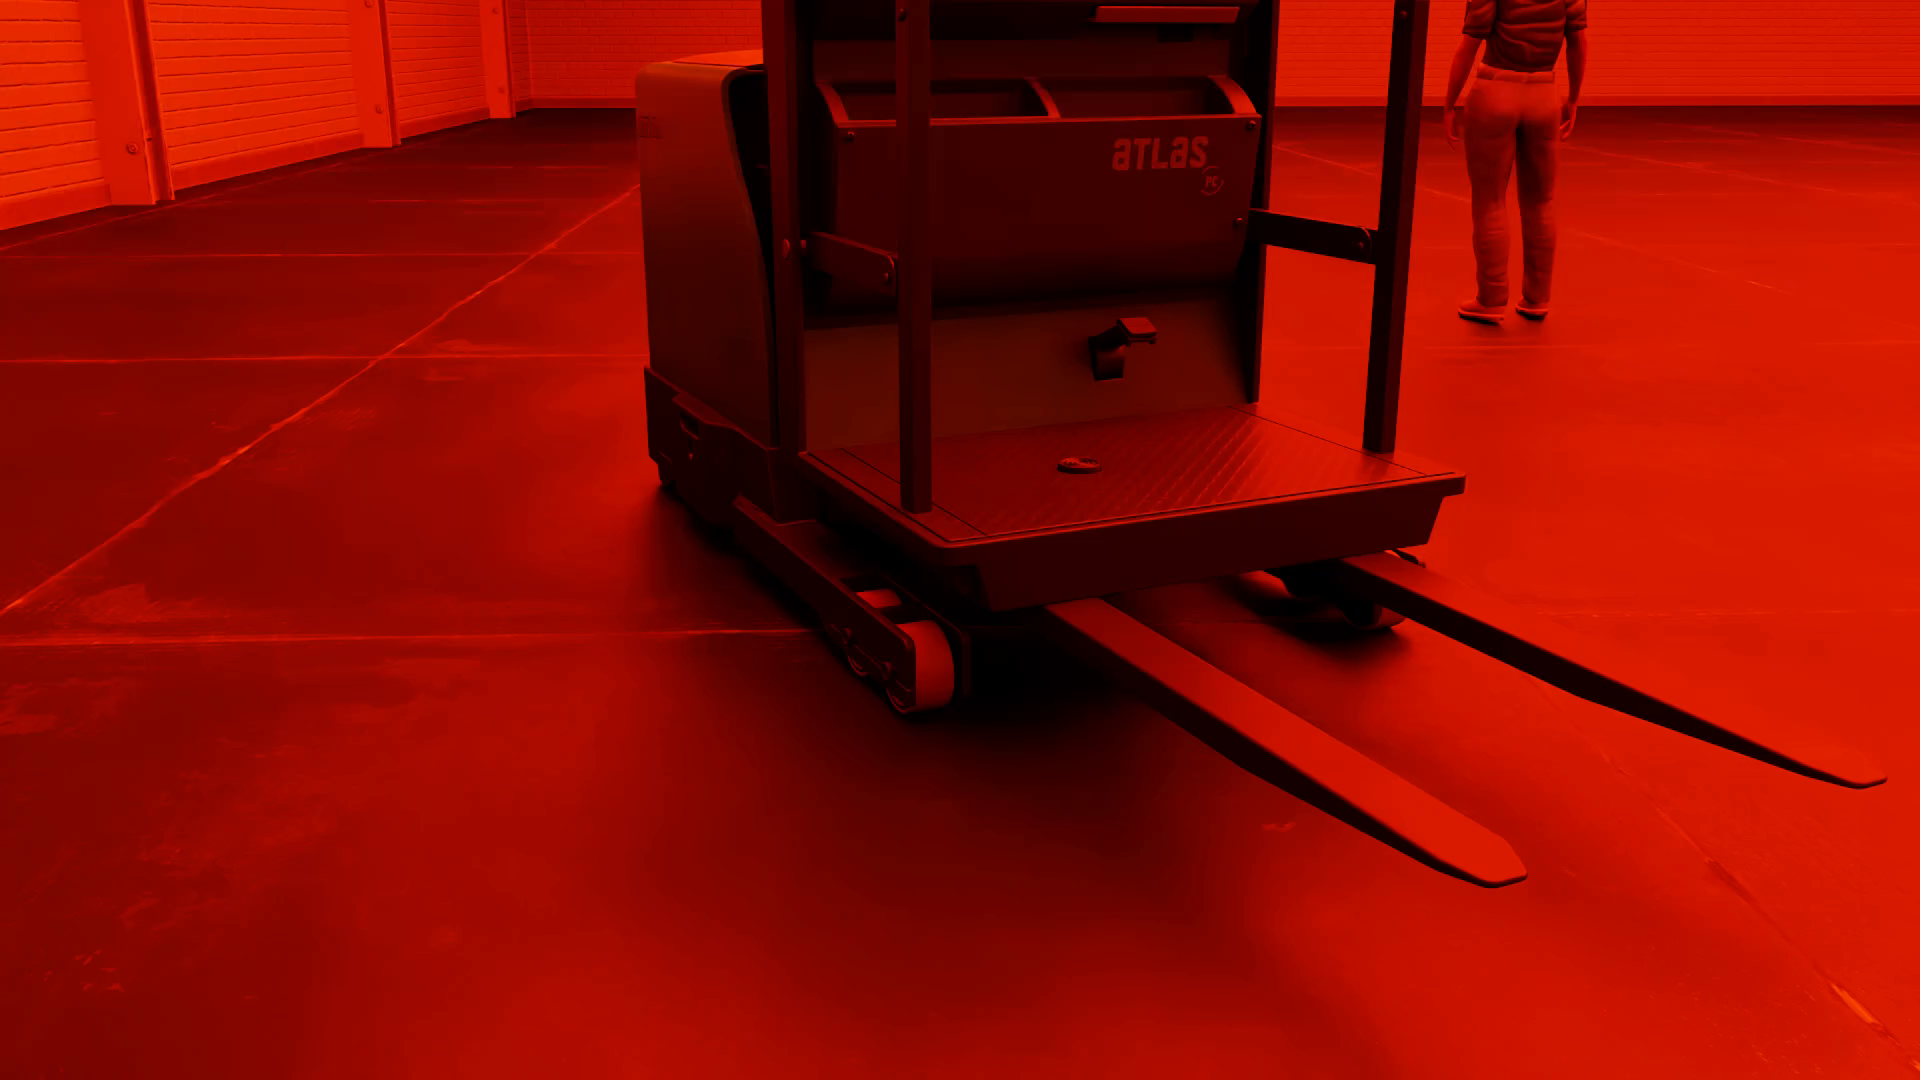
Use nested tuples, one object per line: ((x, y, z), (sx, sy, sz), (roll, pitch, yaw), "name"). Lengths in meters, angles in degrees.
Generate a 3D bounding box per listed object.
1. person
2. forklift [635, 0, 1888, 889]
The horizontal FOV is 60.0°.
((2.206, -1.715, 6.670), (0.569, 1.656, 0.503), (0, 17, -1), "person")
((0.258, -1.240, 2.962), (1.130, 2.935, 3.031), (-8, 19, -24), "forklift")
